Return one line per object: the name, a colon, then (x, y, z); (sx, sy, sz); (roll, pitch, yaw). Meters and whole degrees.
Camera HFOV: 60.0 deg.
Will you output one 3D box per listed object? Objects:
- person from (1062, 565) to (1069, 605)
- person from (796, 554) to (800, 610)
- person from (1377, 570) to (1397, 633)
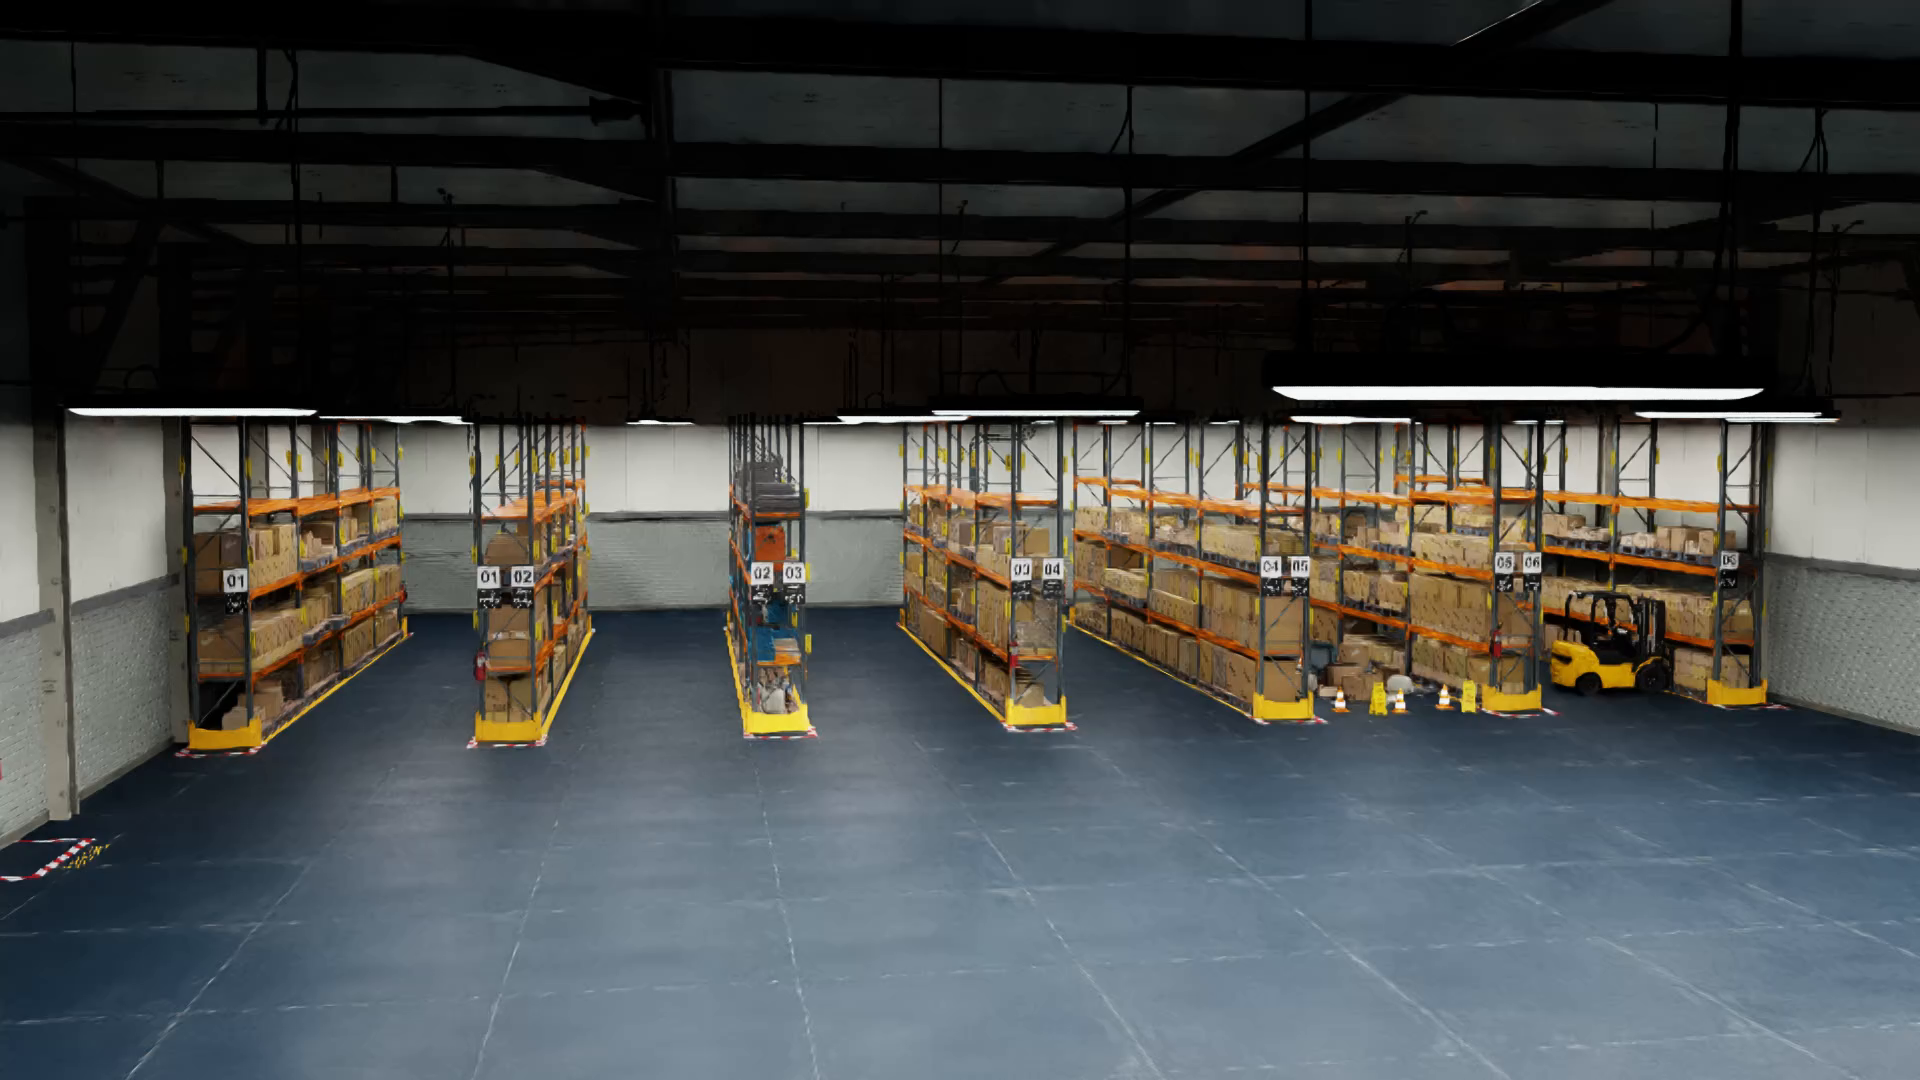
person: (3.167, 1.335, 52.713); (0.491, 1.609, 0.954); (1, 4, 12)
person: (-5.137, 1.311, 51.797); (0.463, 1.761, 0.720); (1, 4, 20)
person: (11.830, 1.692, 46.143); (0.585, 1.763, 0.682); (1, 4, 12)
